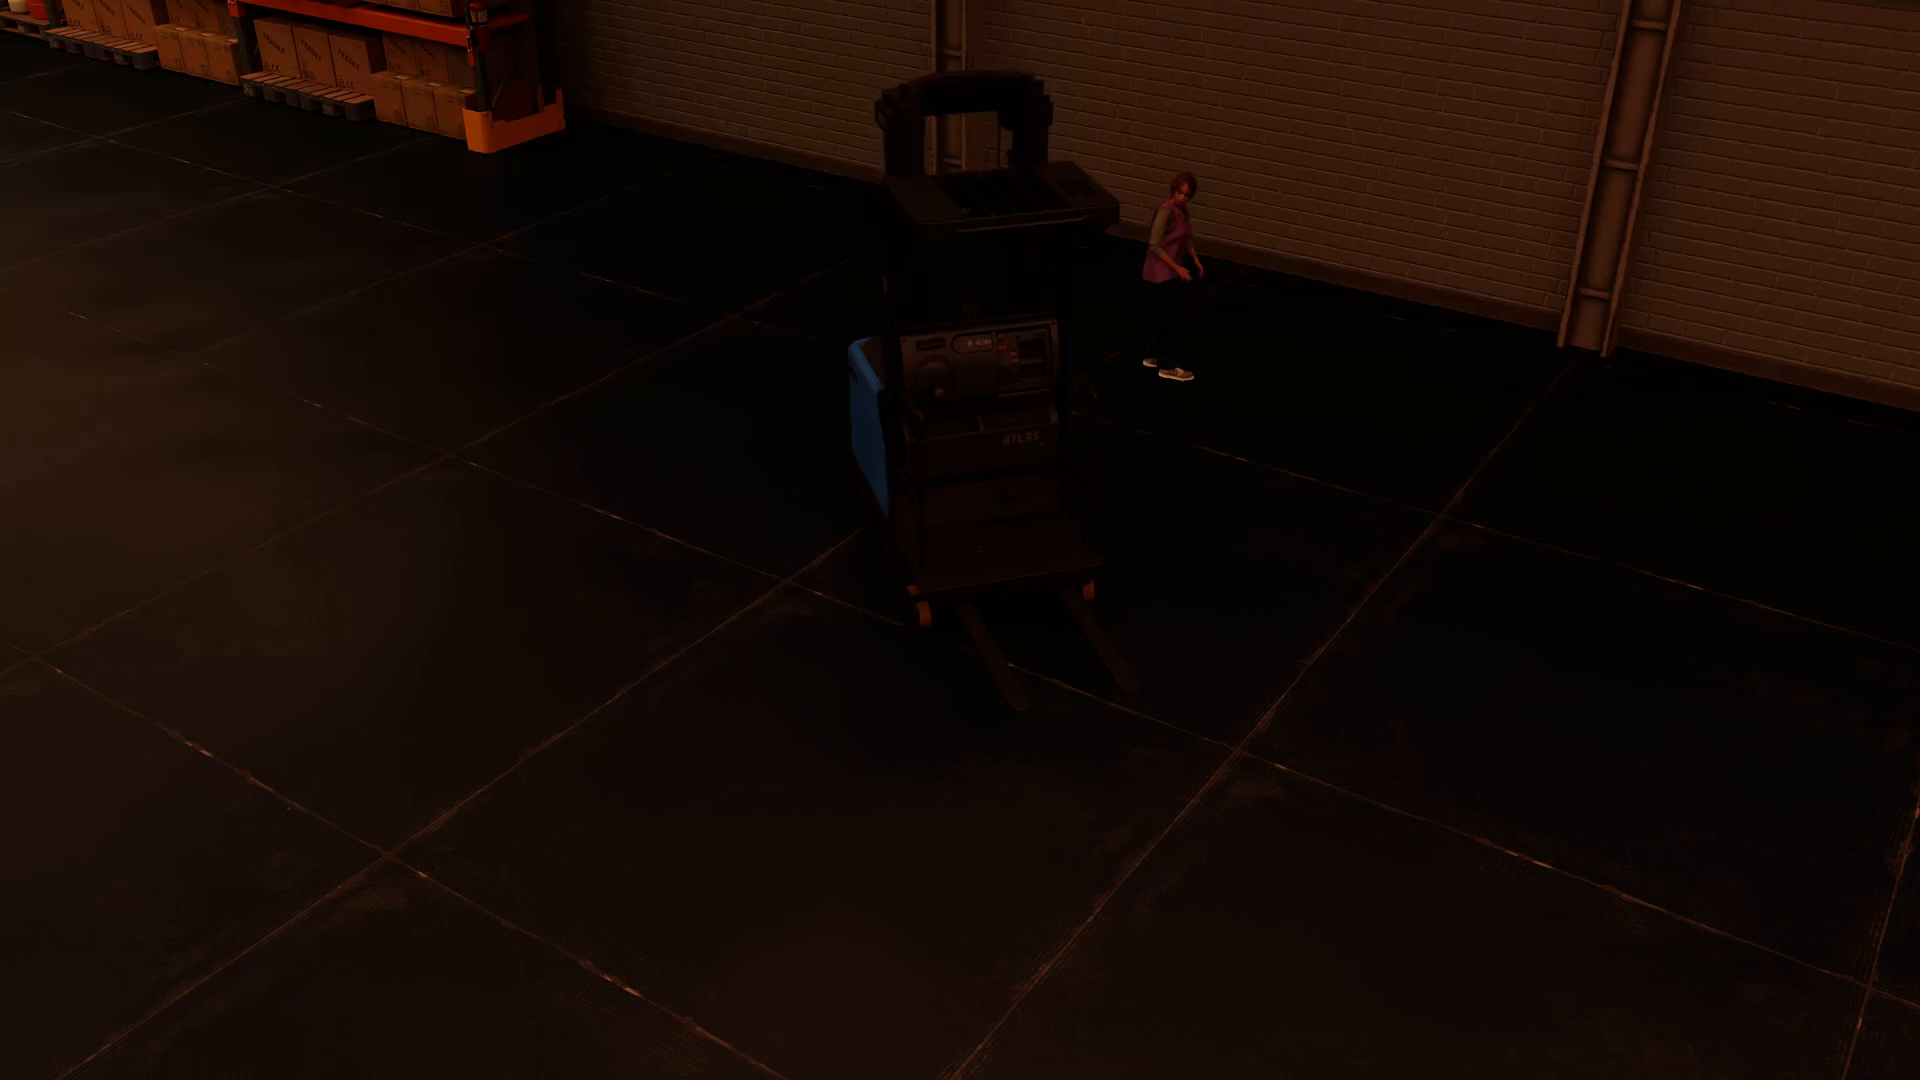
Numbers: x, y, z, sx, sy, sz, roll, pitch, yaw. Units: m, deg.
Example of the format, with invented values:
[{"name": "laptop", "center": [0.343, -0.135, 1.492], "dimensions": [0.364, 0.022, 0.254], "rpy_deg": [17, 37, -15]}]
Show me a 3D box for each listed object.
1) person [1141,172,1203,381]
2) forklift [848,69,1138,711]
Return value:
[{"name": "person", "center": [1.592, -1.964, 12.354], "dimensions": [0.449, 1.557, 0.632], "rpy_deg": [10, 31, 16]}, {"name": "forklift", "center": [0.181, -0.974, 9.258], "dimensions": [1.130, 2.935, 3.031], "rpy_deg": [-8, 31, -14]}]
